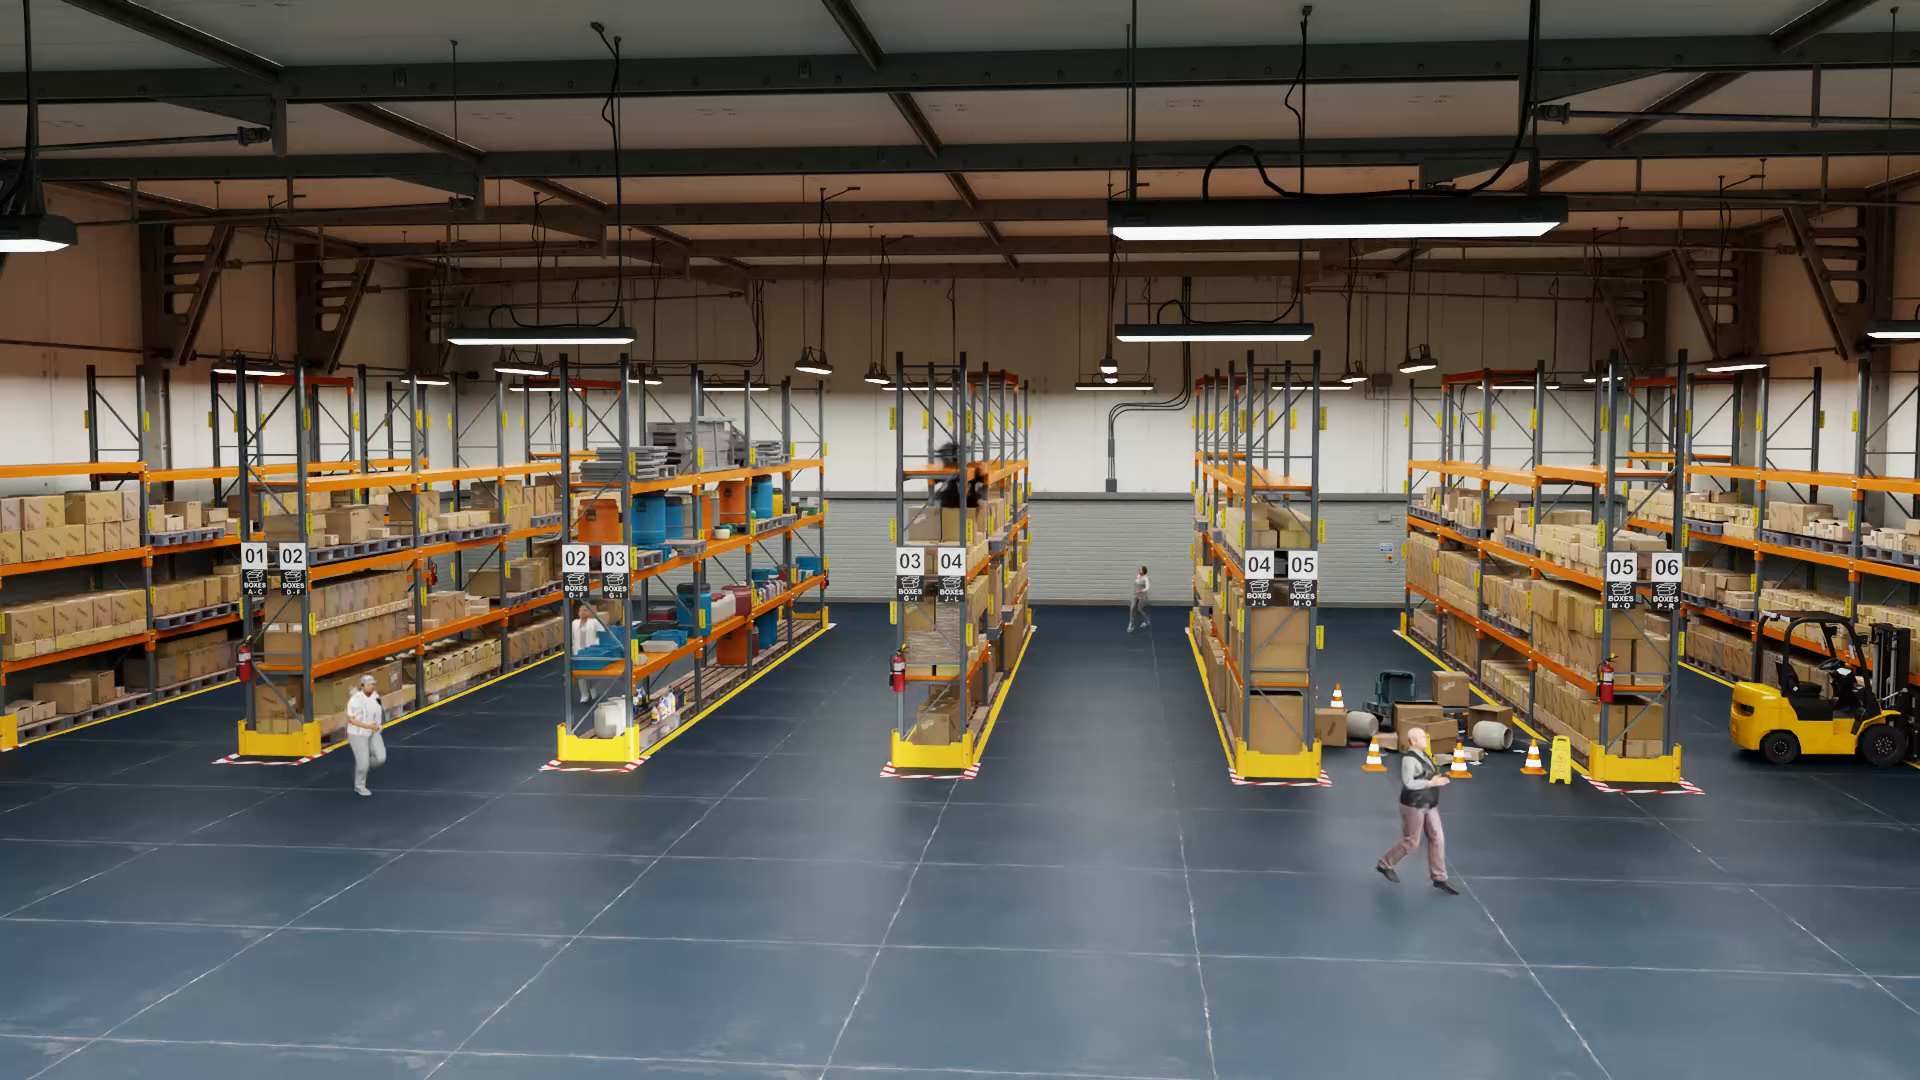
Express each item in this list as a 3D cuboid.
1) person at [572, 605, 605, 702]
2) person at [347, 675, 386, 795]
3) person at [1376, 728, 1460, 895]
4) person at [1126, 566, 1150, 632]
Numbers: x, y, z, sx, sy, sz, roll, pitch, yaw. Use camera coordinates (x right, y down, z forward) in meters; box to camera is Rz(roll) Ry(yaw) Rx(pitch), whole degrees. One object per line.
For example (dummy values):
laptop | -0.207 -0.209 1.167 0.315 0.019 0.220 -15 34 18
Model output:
person | -6.681 2.029 29.591 0.703 1.729 0.653 0 4 -2
person | -7.957 2.615 22.339 0.598 1.628 0.594 3 5 34
person | 4.882 2.859 17.681 0.888 1.732 0.657 3 5 40
person | 4.346 1.409 39.705 0.754 1.570 0.556 -4 5 -42
